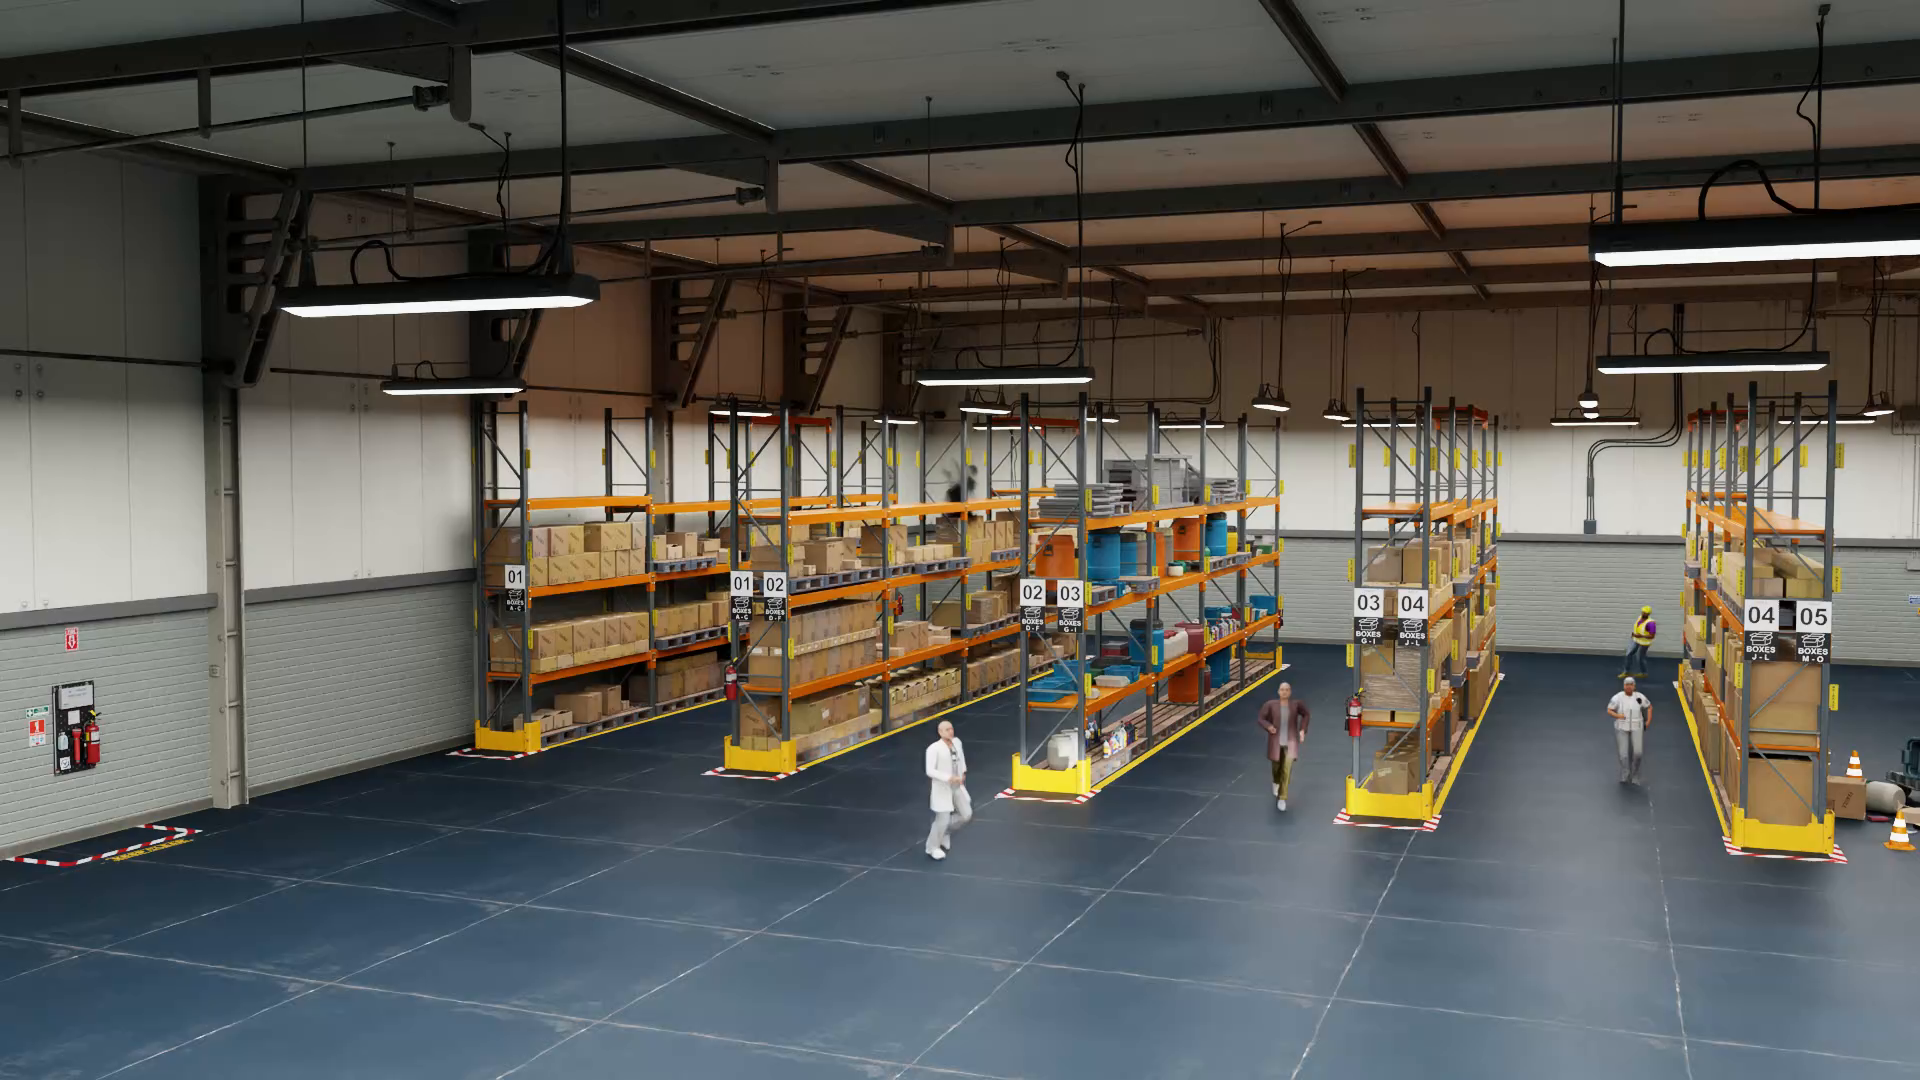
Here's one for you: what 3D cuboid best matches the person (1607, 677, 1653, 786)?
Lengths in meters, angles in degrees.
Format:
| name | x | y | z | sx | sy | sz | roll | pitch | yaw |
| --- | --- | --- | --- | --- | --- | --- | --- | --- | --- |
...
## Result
| name | x | y | z | sx | sy | sz | roll | pitch | yaw |
| --- | --- | --- | --- | --- | --- | --- | --- | --- | --- |
| person | 10.272 | 2.932 | 25.512 | 0.667 | 1.662 | 0.604 | 1 | 3 | 19 |

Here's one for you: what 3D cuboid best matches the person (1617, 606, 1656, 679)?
| name | x | y | z | sx | sy | sz | roll | pitch | yaw |
| --- | --- | --- | --- | --- | --- | --- | --- | --- | --- |
| person | 15.412 | 2.324 | 37.601 | 0.660 | 1.712 | 0.871 | -1 | 3 | -24 |

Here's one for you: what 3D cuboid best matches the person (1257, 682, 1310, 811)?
| name | x | y | z | sx | sy | sz | roll | pitch | yaw |
| --- | --- | --- | --- | --- | --- | --- | --- | --- | --- |
| person | 4.671 | 2.942 | 24.016 | 0.754 | 1.774 | 1.030 | 0 | 3 | 9 |

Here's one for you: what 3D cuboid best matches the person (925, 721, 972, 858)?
| name | x | y | z | sx | sy | sz | roll | pitch | yaw |
| --- | --- | --- | --- | --- | --- | --- | --- | --- | --- |
| person | -0.130 | 3.123 | 20.787 | 0.741 | 1.738 | 0.766 | -2 | 4 | -38 |
